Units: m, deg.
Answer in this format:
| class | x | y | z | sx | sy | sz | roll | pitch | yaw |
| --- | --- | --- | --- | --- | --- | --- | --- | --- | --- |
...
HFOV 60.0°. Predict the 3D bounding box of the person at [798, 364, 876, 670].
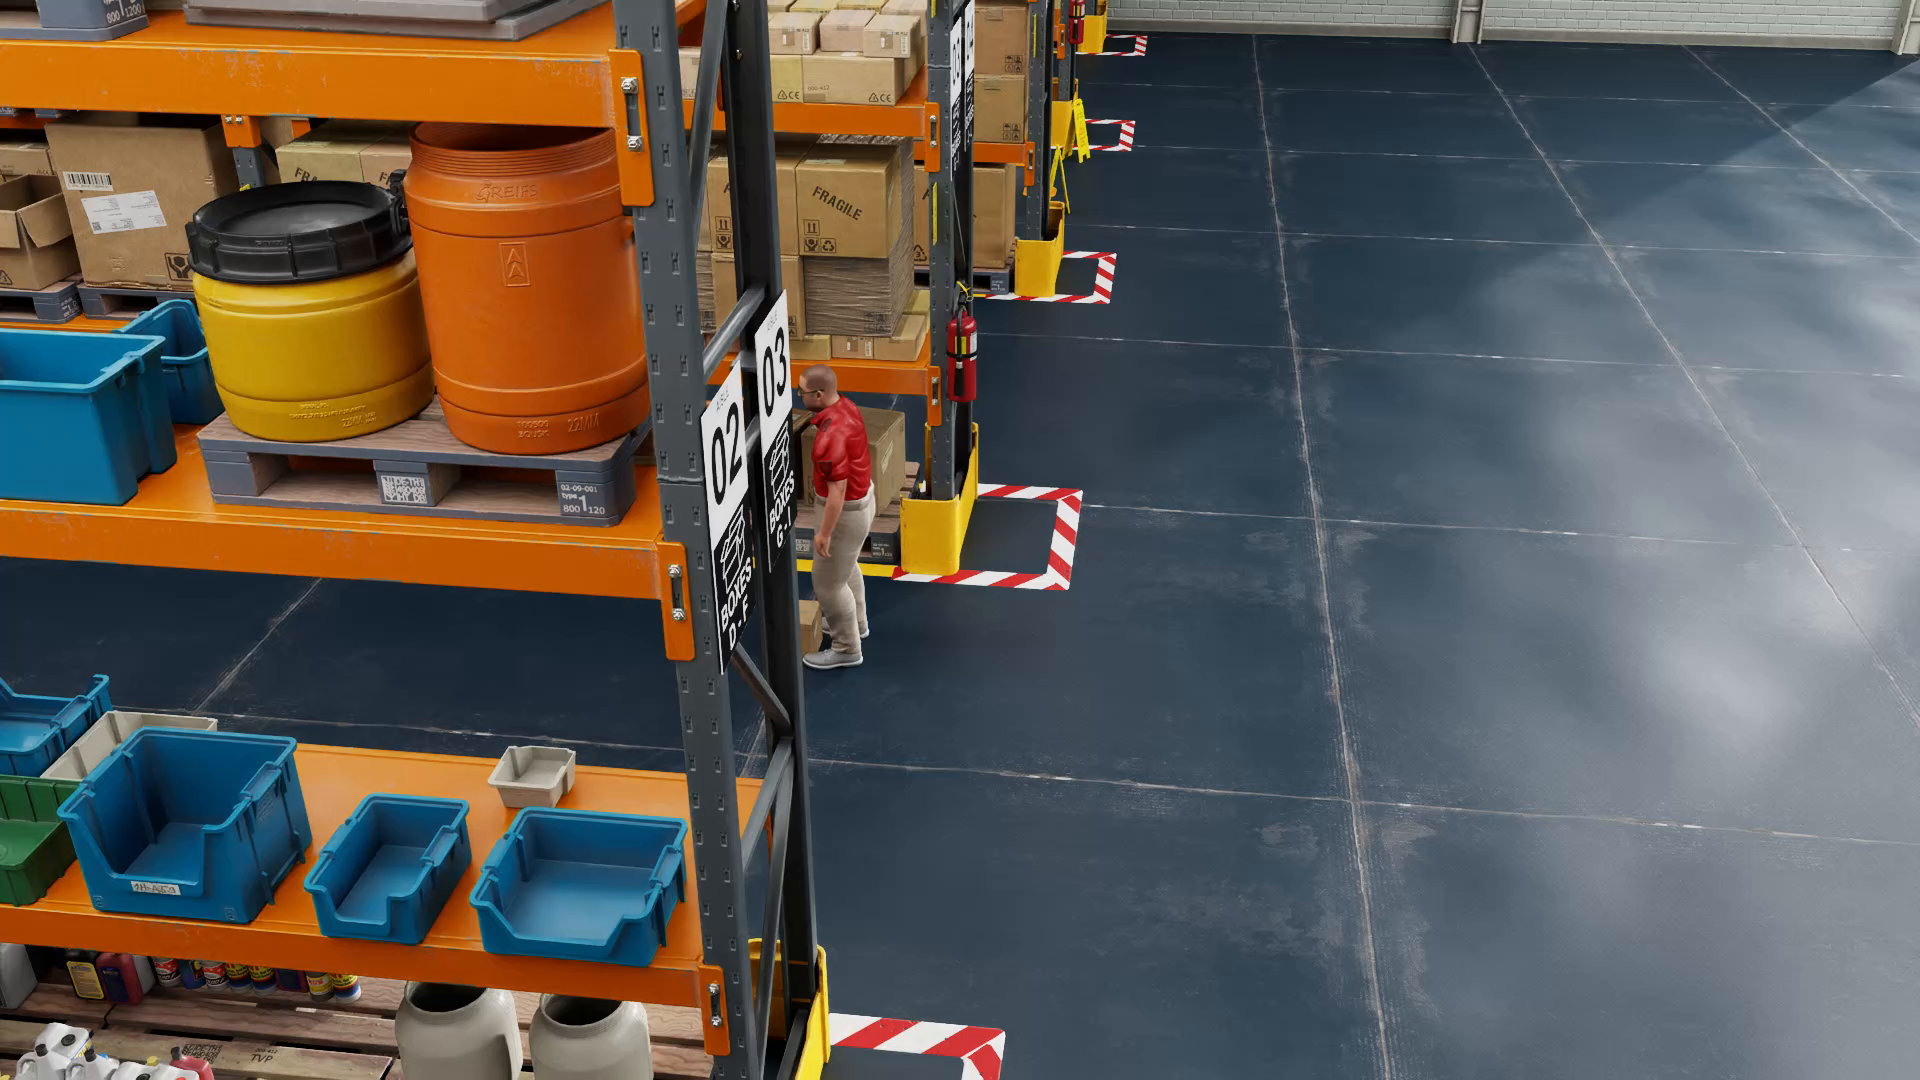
| class | x | y | z | sx | sy | sz | roll | pitch | yaw |
| --- | --- | --- | --- | --- | --- | --- | --- | --- | --- |
| person | -0.662 | -0.139 | 8.897 | 0.395 | 1.726 | 0.584 | 3 | 28 | 6 |
